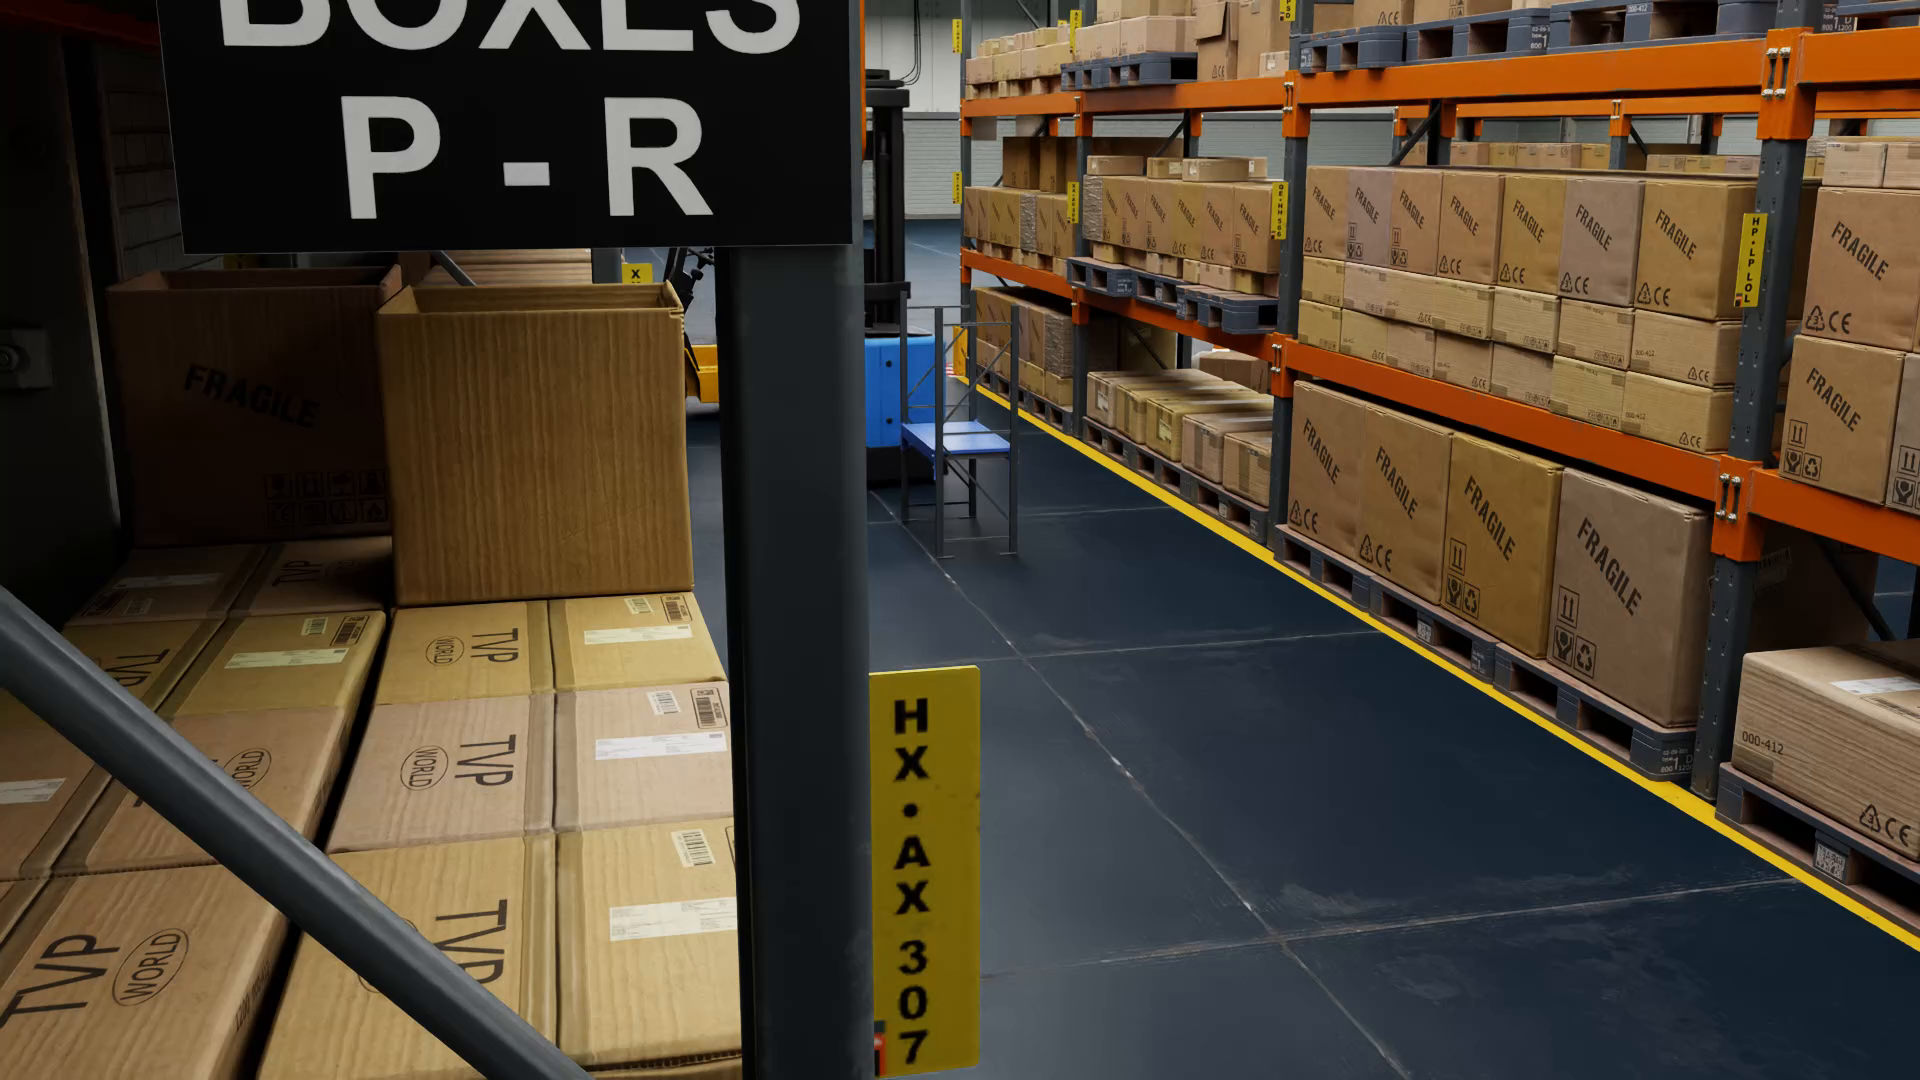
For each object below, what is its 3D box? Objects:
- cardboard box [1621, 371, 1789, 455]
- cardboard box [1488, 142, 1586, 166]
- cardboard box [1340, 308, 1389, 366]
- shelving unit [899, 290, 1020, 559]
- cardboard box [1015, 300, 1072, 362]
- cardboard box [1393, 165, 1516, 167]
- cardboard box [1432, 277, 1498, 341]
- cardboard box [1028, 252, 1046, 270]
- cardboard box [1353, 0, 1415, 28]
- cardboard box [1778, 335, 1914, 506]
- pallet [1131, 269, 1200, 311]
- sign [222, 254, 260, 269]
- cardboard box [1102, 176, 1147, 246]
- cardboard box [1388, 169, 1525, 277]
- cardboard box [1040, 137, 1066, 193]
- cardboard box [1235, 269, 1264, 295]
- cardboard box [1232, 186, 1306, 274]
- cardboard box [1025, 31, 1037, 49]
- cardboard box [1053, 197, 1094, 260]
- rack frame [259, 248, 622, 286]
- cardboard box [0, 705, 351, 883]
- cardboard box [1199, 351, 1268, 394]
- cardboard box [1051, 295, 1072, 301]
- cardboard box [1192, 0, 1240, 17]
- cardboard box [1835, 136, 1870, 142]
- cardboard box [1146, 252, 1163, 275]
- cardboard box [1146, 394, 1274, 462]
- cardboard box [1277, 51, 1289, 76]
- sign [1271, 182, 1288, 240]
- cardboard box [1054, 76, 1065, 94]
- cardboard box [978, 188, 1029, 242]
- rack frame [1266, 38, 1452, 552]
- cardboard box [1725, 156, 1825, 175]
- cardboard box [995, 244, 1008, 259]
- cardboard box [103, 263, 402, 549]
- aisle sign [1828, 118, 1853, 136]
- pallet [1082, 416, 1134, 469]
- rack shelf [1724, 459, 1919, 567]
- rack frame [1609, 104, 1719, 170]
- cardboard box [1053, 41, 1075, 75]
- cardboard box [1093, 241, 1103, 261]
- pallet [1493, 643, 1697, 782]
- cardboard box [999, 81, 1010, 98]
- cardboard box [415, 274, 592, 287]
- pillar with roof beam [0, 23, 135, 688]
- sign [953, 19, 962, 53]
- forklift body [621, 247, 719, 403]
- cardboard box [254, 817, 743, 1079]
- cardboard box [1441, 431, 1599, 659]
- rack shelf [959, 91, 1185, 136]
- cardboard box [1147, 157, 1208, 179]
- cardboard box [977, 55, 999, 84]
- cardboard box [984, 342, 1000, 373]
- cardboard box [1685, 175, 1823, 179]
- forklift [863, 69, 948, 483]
[{"bbox_3d":[2.973,-0.513,6.522,0.500,0.250,0.500,-4,14,-15],"label":"cardboard box"},{"bbox_3d":[5.811,-3.700,16.660,0.875,0.550,0.500,-3,14,-13],"label":"cardboard box"},{"bbox_3d":[2.392,-1.102,8.933,0.500,0.250,0.500,-4,14,-15],"label":"cardboard box"},{"bbox_3d":[-0.020,-0.748,10.330,0.538,1.500,1.048,-3,14,-13],"label":"shelving unit"},{"bbox_3d":[0.802,-1.931,15.339,0.500,0.500,0.500,-3,14,-10],"label":"cardboard box"},{"bbox_3d":[2.759,-1.849,9.356,0.500,0.500,0.500,-4,14,-15],"label":"cardboard box"},{"bbox_3d":[2.594,-1.106,7.895,0.500,0.250,0.500,-3,14,-12],"label":"cardboard box"},{"bbox_3d":[0.831,-2.511,14.915,0.380,0.149,0.250,-3,14,-14],"label":"cardboard box"},{"bbox_3d":[2.619,-3.052,9.176,0.797,0.503,0.637,-4,14,-17],"label":"cardboard box"},{"bbox_3d":[3.179,-0.422,5.624,0.500,0.500,0.500,-3,14,-11],"label":"cardboard box"},{"bbox_3d":[1.879,-1.780,11.798,1.003,0.211,1.213,-3,14,-13],"label":"pallet"},{"bbox_3d":[-2.040,-0.750,4.735,0.100,0.325,0.005,-3,14,-13],"label":"sign"},{"bbox_3d":[1.394,-2.499,12.614,0.500,0.500,0.500,-3,14,-13],"label":"cardboard box"},{"bbox_3d":[2.494,-1.592,8.305,0.500,0.500,0.500,-3,14,-12],"label":"cardboard box"},{"bbox_3d":[1.150,-3.486,15.431,0.700,0.500,0.500,-3,14,-14],"label":"cardboard box"},{"bbox_3d":[1.945,-1.621,10.388,0.380,0.149,0.250,-3,14,-12],"label":"cardboard box"},{"bbox_3d":[2.007,-1.906,10.184,0.500,0.500,0.500,-4,14,-15],"label":"cardboard box"},{"bbox_3d":[0.787,-4.421,14.731,0.380,0.149,0.250,-3,14,-13],"label":"cardboard box"},{"bbox_3d":[1.098,-2.624,14.008,0.500,0.500,0.500,-4,14,-15],"label":"cardboard box"},{"bbox_3d":[-1.501,-0.219,5.002,1.000,3.000,0.127,-3,14,-13],"label":"rack frame"},{"bbox_3d":[-1.048,0.422,2.069,0.500,0.250,0.500,-3,14,-13],"label":"cardboard box"},{"bbox_3d":[2.515,-1.452,15.311,0.500,0.500,0.500,7,15,26],"label":"cardboard box"},{"bbox_3d":[1.184,-2.090,15.990,0.500,0.500,0.500,-4,14,-15],"label":"cardboard box"},{"bbox_3d":[1.965,-3.812,11.768,0.500,0.250,0.500,-3,14,-12],"label":"cardboard box"},{"bbox_3d":[10.112,-4.238,18.509,0.500,0.500,0.500,-3,14,-13],"label":"cardboard box"},{"bbox_3d":[1.546,-1.977,11.841,0.380,0.149,0.250,-3,14,-11],"label":"cardboard box"},{"bbox_3d":[1.907,-0.823,12.126,0.950,0.372,0.625,-3,14,-11],"label":"cardboard box"},{"bbox_3d":[2.105,-2.815,9.839,0.380,0.149,0.250,-3,14,-13],"label":"cardboard box"},{"bbox_3d":[1.858,-1.911,9.655,0.100,0.325,0.005,-3,14,-13],"label":"sign"},{"bbox_3d":[1.016,-3.854,14.089,0.380,0.149,0.250,-3,14,-13],"label":"cardboard box"},{"bbox_3d":[0.471,-3.214,16.423,0.500,0.500,0.500,-3,14,-11],"label":"cardboard box"},{"bbox_3d":[2.384,-1.419,9.915,1.000,3.000,0.127,-3,14,-13],"label":"rack frame"},{"bbox_3d":[6.595,-2.826,13.357,0.700,0.500,0.500,-3,14,-13],"label":"cardboard box"},{"bbox_3d":[0.548,-2.811,16.140,0.380,0.149,0.250,-3,14,-12],"label":"cardboard box"},{"bbox_3d":[-1.410,-0.296,3.429,0.500,0.500,0.500,-4,14,-15],"label":"cardboard box"},{"bbox_3d":[10.415,-5.111,19.549,0.394,0.787,0.004,-3,14,-13],"label":"aisle sign"},{"bbox_3d":[1.628,-0.808,13.289,1.003,0.211,1.213,-3,14,-13],"label":"pallet"},{"bbox_3d":[3.793,0.315,4.335,1.077,0.370,4.000,-3,14,-13],"label":"rack shelf"},{"bbox_3d":[6.232,-2.641,14.917,1.000,3.000,0.127,-3,14,-13],"label":"rack frame"},{"bbox_3d":[1.078,-3.958,13.676,0.500,0.250,0.500,-3,14,-14],"label":"cardboard box"},{"bbox_3d":[1.267,-2.279,13.078,0.380,0.149,0.250,-3,14,-12],"label":"cardboard box"},{"bbox_3d":[3.068,0.684,7.181,1.003,0.211,1.213,-3,14,-13],"label":"pallet"},{"bbox_3d":[0.574,-4.207,15.537,0.380,0.149,0.250,-3,14,-13],"label":"cardboard box"},{"bbox_3d":[-1.397,-0.595,5.449,0.700,0.500,0.500,-3,14,-12],"label":"cardboard box"},{"bbox_3d":[1.971,-3.162,4.410,9.100,9.000,0.400,-3,14,-13],"label":"pillar with roof beam"},{"bbox_3d":[-0.023,-5.116,16.886,0.100,0.325,0.005,-3,14,-13],"label":"sign"},{"bbox_3d":[-2.101,-2.239,15.060,2.313,2.155,1.214,-3,14,-13],"label":"forklift body"},{"bbox_3d":[-0.406,0.513,1.698,0.500,0.250,0.500,-3,14,-13],"label":"cardboard box"},{"bbox_3d":[2.880,-0.015,7.759,0.875,0.875,0.875,-3,14,-12],"label":"cardboard box"},{"bbox_3d":[0.974,-3.911,15.310,1.077,0.370,4.000,-3,14,-13],"label":"rack shelf"},{"bbox_3d":[1.566,-2.681,11.991,0.380,0.149,0.250,-2,14,-10],"label":"cardboard box"},{"bbox_3d":[0.473,-4.546,16.083,0.500,0.250,0.500,-3,14,-14],"label":"cardboard box"},{"bbox_3d":[0.538,-1.813,16.437,0.500,0.250,0.500,-3,14,-11],"label":"cardboard box"},{"bbox_3d":[3.353,-1.264,6.963,0.500,0.500,0.500,-3,14,-14],"label":"cardboard box"},{"bbox_3d":[-1.034,-2.121,12.934,1.130,2.935,3.031,-5,14,-18],"label":"forklift"}]
